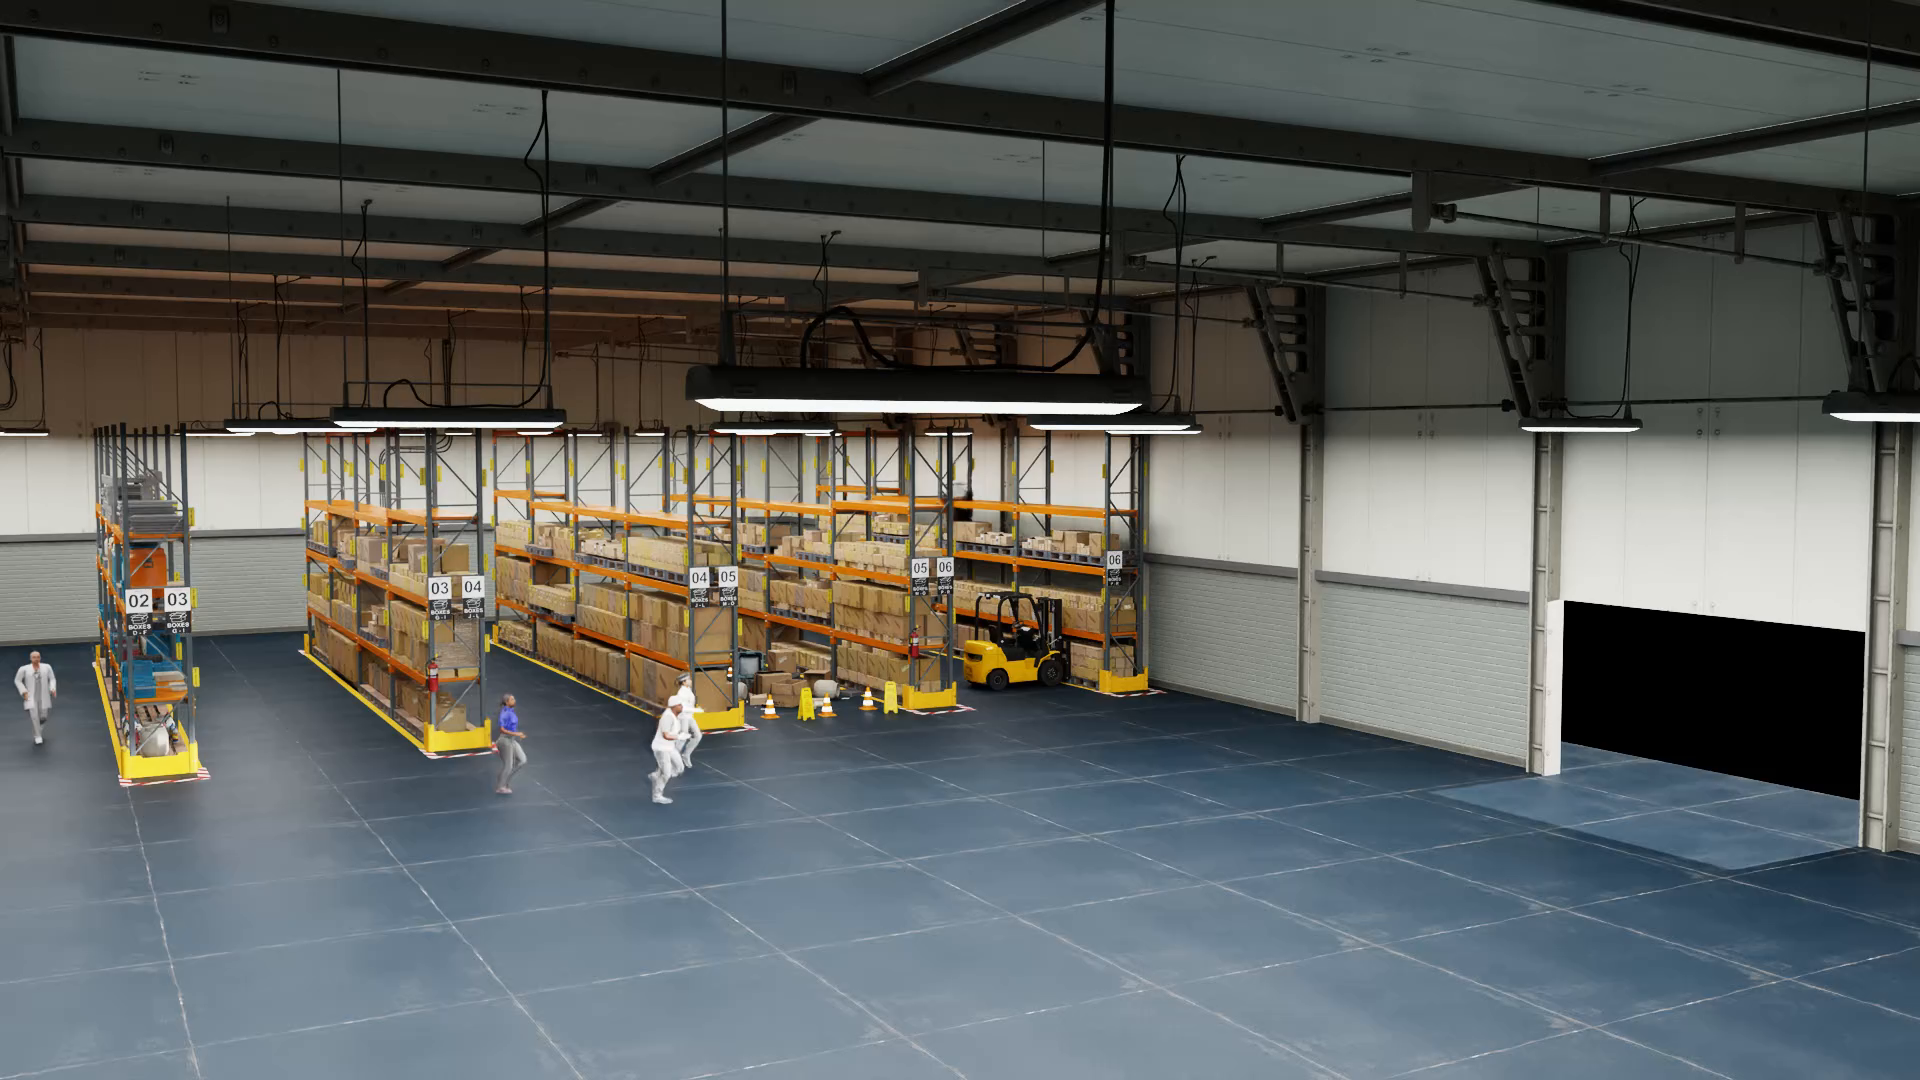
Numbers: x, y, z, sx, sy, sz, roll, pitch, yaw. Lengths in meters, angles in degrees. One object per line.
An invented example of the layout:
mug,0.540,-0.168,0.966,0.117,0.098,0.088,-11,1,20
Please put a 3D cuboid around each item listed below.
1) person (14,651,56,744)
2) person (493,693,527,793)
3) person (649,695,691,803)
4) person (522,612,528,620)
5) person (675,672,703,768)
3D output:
person,-17.516,2.960,31.496,0.694,1.731,0.693,-3,4,-39
person,-7.256,3.286,26.843,0.585,1.611,0.586,0,3,1
person,-4.552,3.287,26.117,0.723,1.707,0.658,0,3,7
person,-12.694,1.928,48.613,0.854,1.709,0.739,1,4,18
person,-4.765,3.136,28.944,0.674,1.714,0.628,1,3,9
